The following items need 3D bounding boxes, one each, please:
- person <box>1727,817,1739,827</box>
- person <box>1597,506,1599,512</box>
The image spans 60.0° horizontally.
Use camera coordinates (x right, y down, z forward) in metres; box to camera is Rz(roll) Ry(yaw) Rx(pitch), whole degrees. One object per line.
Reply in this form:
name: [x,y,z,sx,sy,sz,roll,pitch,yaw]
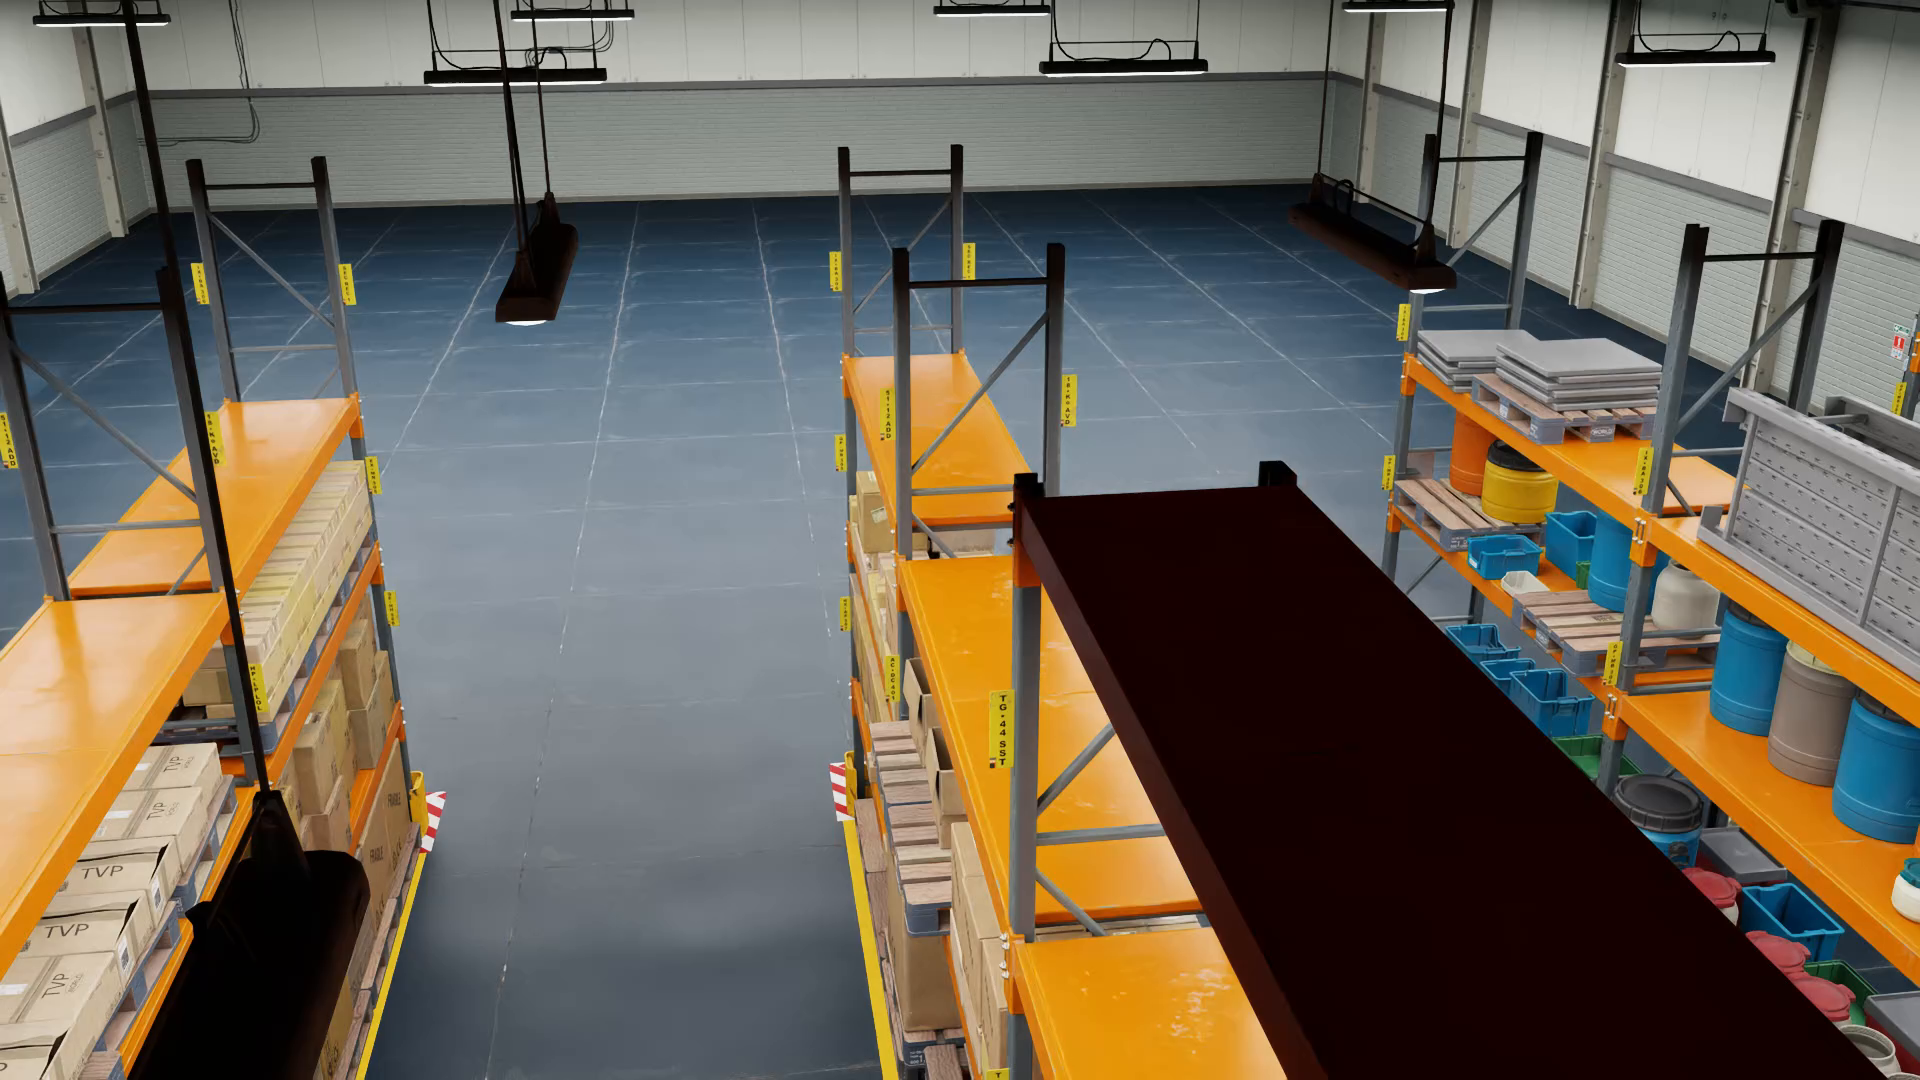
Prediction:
person: [6.347,2.349,13.516,0.448,1.598,0.436,-2,22,-5]
person: [7.299,0.270,18.687,1.076,1.681,0.582,6,22,14]
